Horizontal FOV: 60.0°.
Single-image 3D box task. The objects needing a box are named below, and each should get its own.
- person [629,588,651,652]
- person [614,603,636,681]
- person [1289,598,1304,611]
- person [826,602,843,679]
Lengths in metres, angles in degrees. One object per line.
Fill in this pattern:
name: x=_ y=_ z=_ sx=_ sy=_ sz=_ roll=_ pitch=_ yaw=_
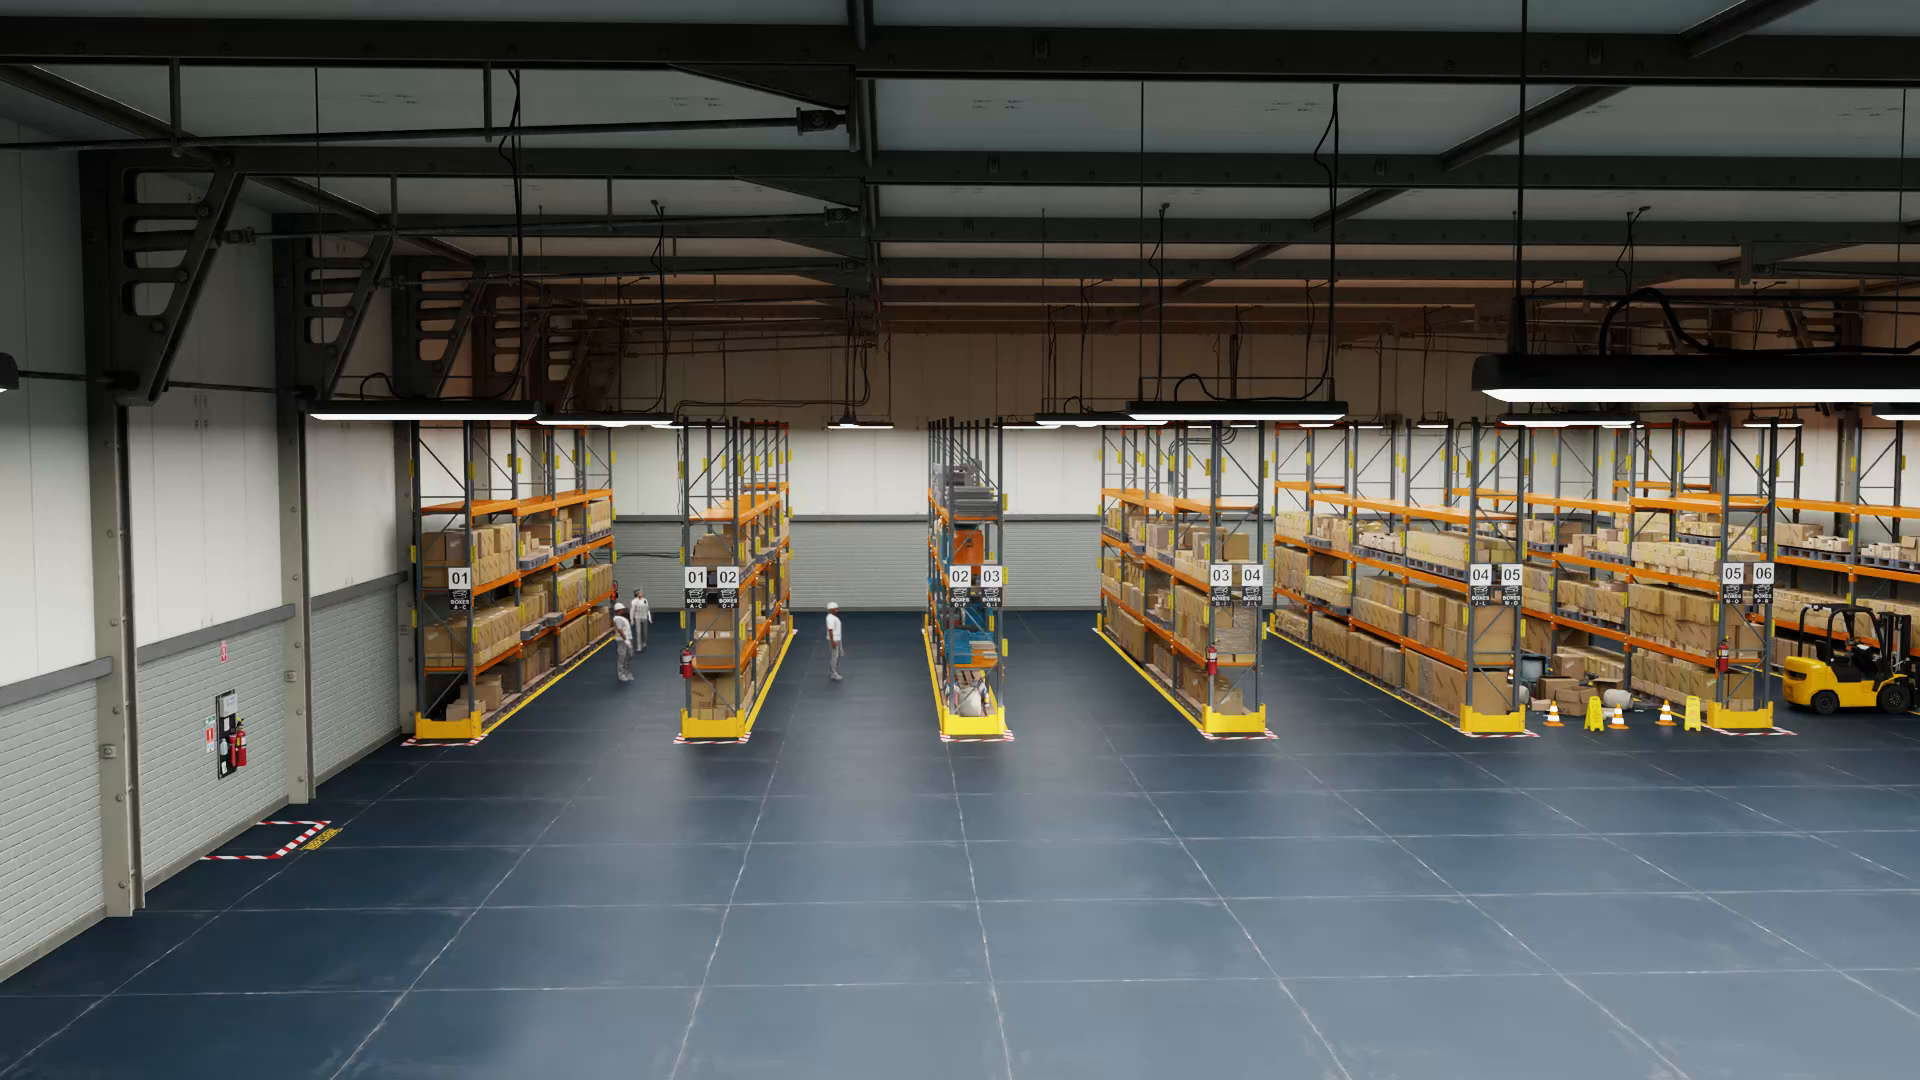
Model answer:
person: x=-8.354 y=2.061 z=43.454 sx=0.558 sy=1.642 sz=0.975 roll=-1 pitch=4 yaw=-15
person: x=-7.711 y=2.349 z=38.259 sx=0.611 sy=1.815 sz=0.653 roll=1 pitch=4 yaw=18
person: x=10.126 y=1.637 z=49.859 sx=0.682 sy=1.638 sz=0.491 roll=-3 pitch=5 yaw=-36
person: x=-2.916 y=2.335 z=38.637 sx=0.470 sy=1.786 sz=0.641 roll=1 pitch=4 yaw=8
